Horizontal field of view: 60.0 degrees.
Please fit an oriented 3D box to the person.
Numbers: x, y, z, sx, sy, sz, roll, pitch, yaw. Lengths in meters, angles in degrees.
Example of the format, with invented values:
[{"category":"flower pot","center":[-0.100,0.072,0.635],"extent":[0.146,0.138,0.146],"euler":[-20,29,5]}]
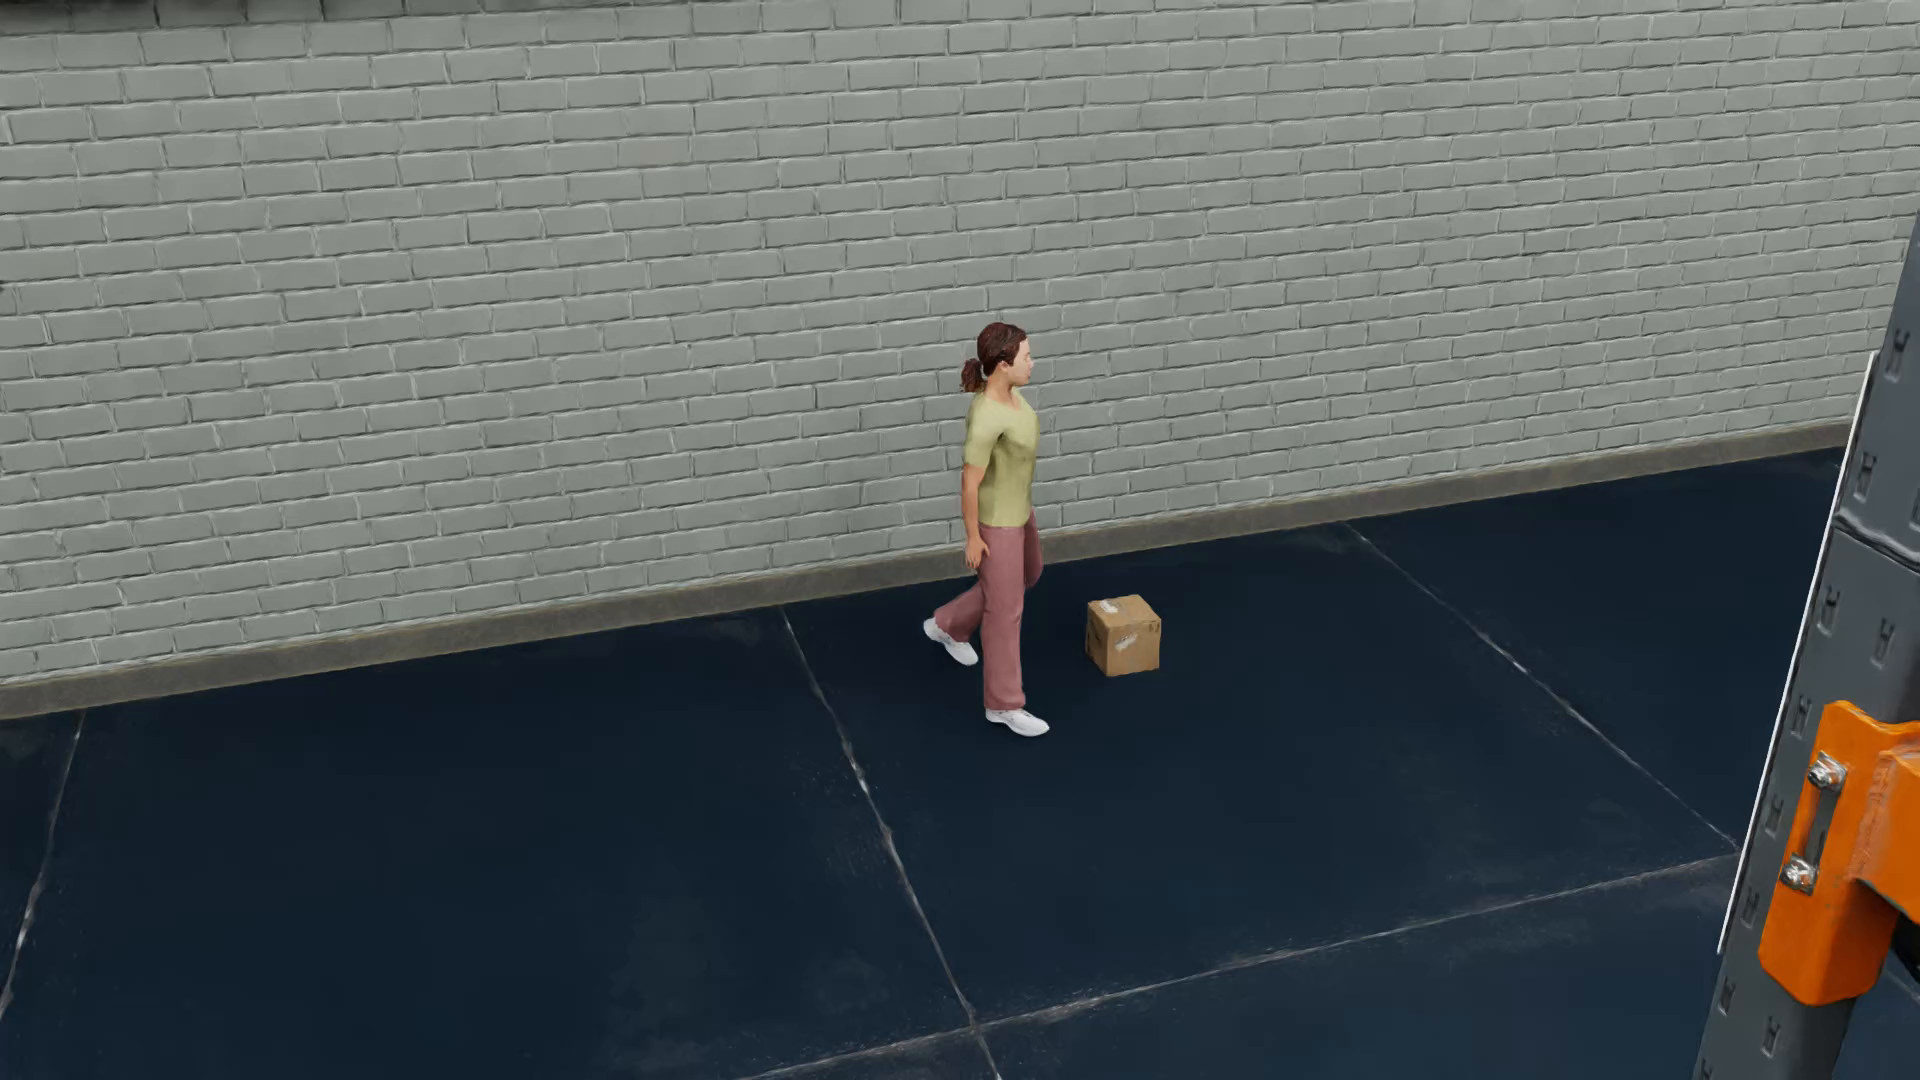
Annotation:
[{"category":"person","center":[0.115,0.034,6.796],"extent":[0.597,1.414,0.601],"euler":[4,27,9]}]
